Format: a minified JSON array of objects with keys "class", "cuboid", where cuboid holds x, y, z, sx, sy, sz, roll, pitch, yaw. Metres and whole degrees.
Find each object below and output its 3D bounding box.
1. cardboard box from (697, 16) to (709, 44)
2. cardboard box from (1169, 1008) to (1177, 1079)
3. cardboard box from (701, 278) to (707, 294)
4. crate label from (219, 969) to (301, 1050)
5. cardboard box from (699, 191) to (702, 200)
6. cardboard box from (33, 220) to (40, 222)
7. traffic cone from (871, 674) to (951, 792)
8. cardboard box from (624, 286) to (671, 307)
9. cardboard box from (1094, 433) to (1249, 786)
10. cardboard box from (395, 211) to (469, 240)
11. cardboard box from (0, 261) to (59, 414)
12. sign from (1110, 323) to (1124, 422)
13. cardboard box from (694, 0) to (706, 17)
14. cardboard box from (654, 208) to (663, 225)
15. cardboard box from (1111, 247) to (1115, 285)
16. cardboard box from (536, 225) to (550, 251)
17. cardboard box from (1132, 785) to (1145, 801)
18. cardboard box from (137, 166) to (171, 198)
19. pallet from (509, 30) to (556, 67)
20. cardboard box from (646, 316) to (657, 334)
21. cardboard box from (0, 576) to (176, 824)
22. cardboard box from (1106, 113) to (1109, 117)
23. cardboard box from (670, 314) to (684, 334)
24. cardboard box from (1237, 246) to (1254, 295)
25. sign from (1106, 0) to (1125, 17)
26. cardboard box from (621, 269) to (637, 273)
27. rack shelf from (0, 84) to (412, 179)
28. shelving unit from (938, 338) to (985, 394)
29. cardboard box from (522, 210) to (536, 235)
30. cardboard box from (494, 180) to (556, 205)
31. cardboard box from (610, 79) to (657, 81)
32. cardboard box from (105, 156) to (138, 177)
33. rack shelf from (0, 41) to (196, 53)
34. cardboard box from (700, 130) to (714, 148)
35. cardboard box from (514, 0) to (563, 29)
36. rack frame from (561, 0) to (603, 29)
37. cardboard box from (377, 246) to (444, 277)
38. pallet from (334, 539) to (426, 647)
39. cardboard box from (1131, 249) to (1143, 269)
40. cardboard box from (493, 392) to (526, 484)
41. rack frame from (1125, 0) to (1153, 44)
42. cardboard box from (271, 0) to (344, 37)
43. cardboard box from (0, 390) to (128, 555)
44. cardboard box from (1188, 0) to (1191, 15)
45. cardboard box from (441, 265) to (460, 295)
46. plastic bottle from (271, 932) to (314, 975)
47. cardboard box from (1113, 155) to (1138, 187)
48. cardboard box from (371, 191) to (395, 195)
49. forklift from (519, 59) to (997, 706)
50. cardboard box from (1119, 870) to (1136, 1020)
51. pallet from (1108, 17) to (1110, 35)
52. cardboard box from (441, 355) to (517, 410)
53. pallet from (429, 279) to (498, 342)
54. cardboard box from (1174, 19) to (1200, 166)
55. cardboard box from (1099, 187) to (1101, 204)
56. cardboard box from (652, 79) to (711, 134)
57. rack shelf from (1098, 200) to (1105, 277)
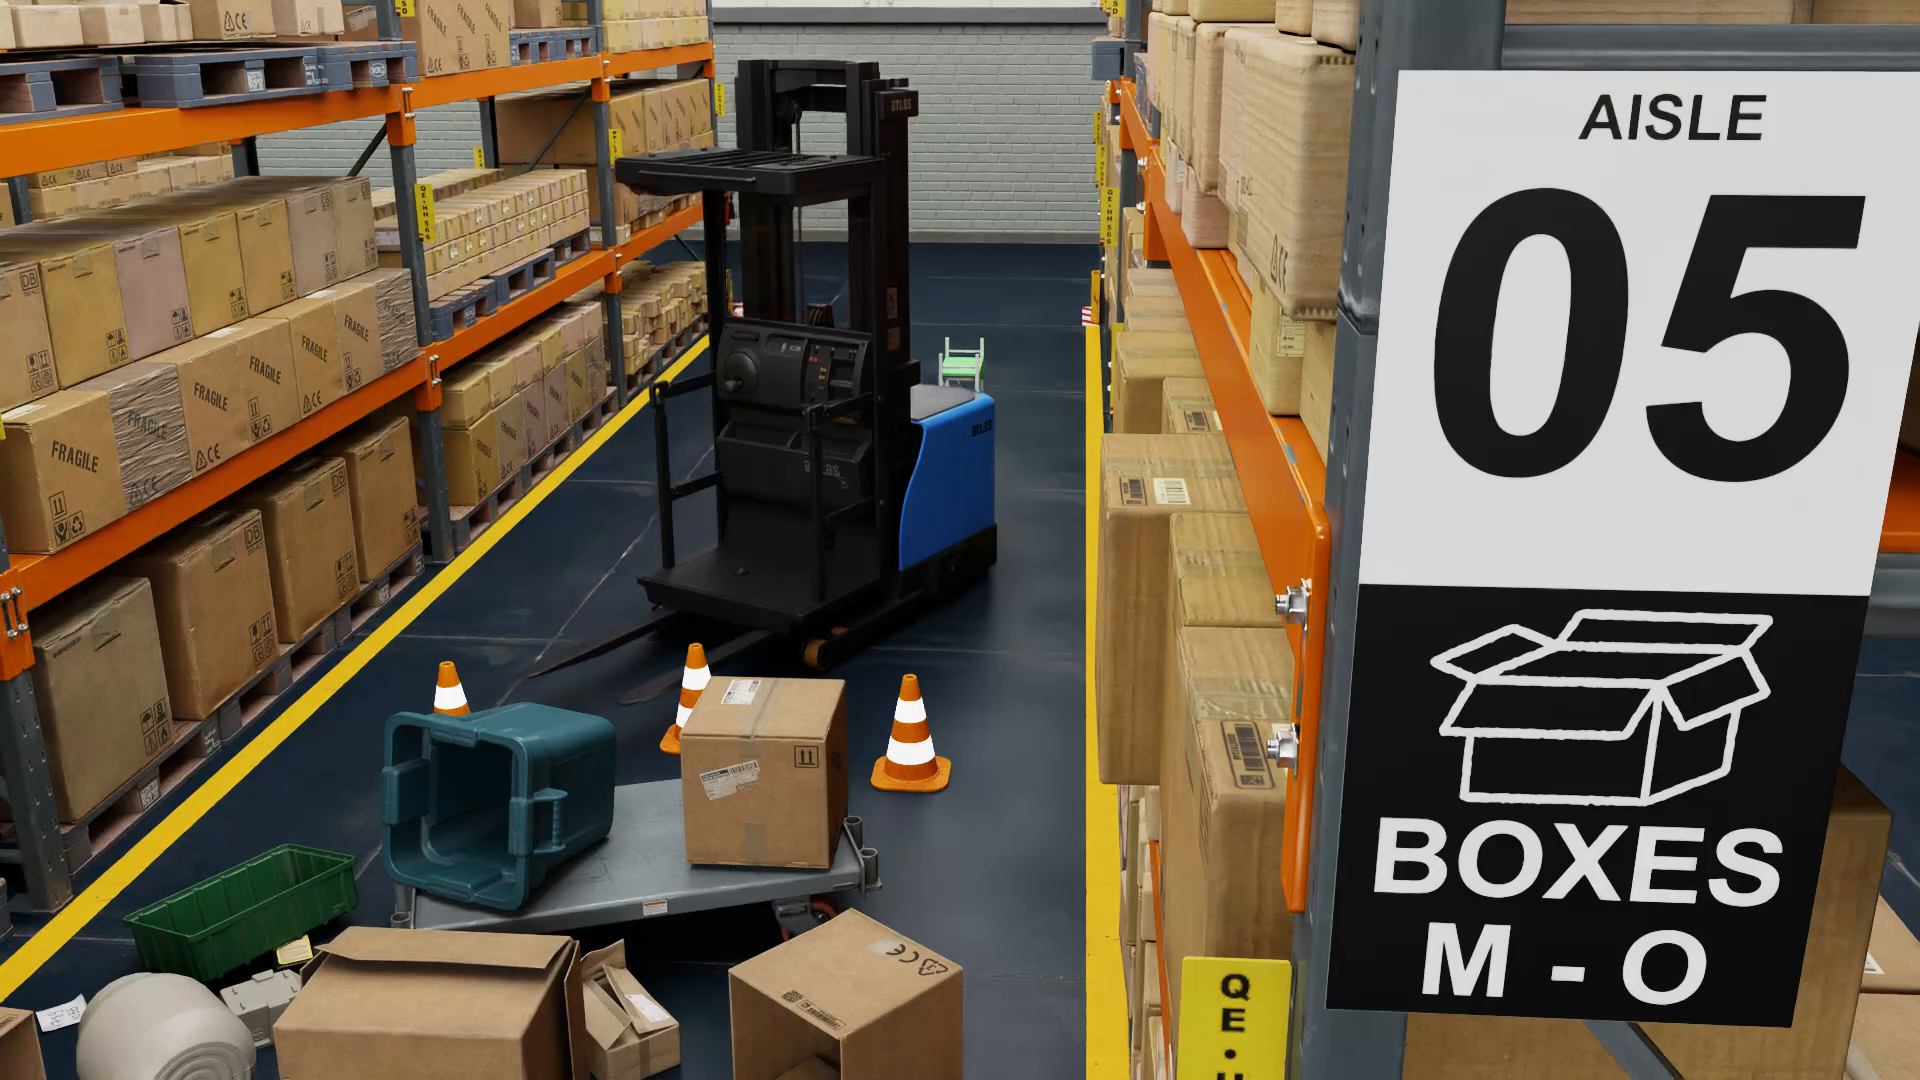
[{"class":"cardboard box","cuboid":[-2.758,-4.994,16.272,0.500,0.250,0.500,1,18,3]},{"class":"cardboard box","cuboid":[0.613,0.742,2.703,0.500,0.500,0.500,1,18,4]},{"class":"cardboard box","cuboid":[-2.743,-2.603,16.977,0.380,0.149,0.250,1,18,2]},{"class":"crate label","cuboid":[-2.300,1.543,5.493,0.298,0.136,0.250,-13,22,-34]},{"class":"cardboard box","cuboid":[-2.786,-3.484,16.642,0.380,0.149,0.250,1,18,4]},{"class":"cardboard box","cuboid":[-7.863,-2.652,14.104,0.380,0.149,0.250,1,18,4]},{"class":"traffic cone","cuboid":[-0.213,0.808,7.215,0.336,0.463,0.334,1,18,4]},{"class":"cardboard box","cuboid":[-2.907,-2.260,15.451,0.380,0.149,0.250,1,18,4]},{"class":"cardboard box","cuboid":[0.605,0.116,3.009,0.700,0.500,0.500,1,18,3]},{"class":"cardboard box","cuboid":[-3.298,-1.965,10.375,0.380,0.149,0.250,1,18,4]},{"class":"cardboard box","cuboid":[-3.820,-0.738,6.090,0.700,0.500,0.500,1,18,3]},{"class":"sign","cuboid":[0.541,-0.543,5.403,0.100,0.325,0.005,1,18,4]},{"class":"cardboard box","cuboid":[-2.769,-5.230,16.189,0.500,0.250,0.500,1,18,2]},{"class":"cardboard box","cuboid":[-2.884,-2.917,14.910,0.380,0.149,0.250,2,18,6]},{"class":"cardboard box","cuboid":[1.196,-1.705,10.249,0.500,0.250,0.500,1,18,2]},{"class":"cardboard box","cuboid":[-3.178,-2.175,11.973,0.380,0.149,0.250,1,18,2]},{"class":"cardboard box","cuboid":[0.714,0.676,5.039,0.380,0.149,0.250,2,18,5]},{"class":"cardboard box","cuboid":[-7.806,-3.366,15.641,0.500,0.250,0.500,1,18,4]},{"class":"pallet","cuboid":[-3.498,-3.370,11.374,1.213,0.211,1.003,1,18,4]},{"class":"cardboard box","cuboid":[-2.956,-1.962,15.021,0.380,0.149,0.250,2,18,6]},{"class":"cardboard box","cuboid":[-3.895,0.614,6.670,1.050,0.750,0.750,1,18,4]},{"class":"cardboard box","cuboid":[1.471,-3.299,13.907,0.500,0.500,0.500,1,18,3]},{"class":"cardboard box","cuboid":[-2.842,-2.060,15.796,0.380,0.149,0.250,2,18,5]},{"class":"cardboard box","cuboid":[0.648,-0.478,2.650,0.380,0.149,0.250,1,18,3]},{"class":"sign","cuboid":[0.828,-2.947,8.826,0.100,0.325,0.005,1,18,4]},{"class":"cardboard box","cuboid":[-3.412,-2.596,16.477,0.380,0.149,0.250,1,18,4]},{"class":"rack shelf","cuboid":[-3.706,-1.765,7.331,1.077,0.370,4.000,1,18,4]},{"class":"shelving unit","cuboid":[0.012,-0.622,10.393,0.258,1.200,0.503,1,18,4]},{"class":"cardboard box","cuboid":[-3.199,-2.229,11.660,0.380,0.149,0.250,1,18,4]},{"class":"cardboard box","cuboid":[-3.168,-2.534,12.112,0.380,0.149,0.250,1,18,4]},{"class":"cardboard box","cuboid":[-3.287,-4.318,16.540,0.500,0.500,0.500,1,18,4]},{"class":"cardboard box","cuboid":[-7.851,-3.571,15.063,0.500,0.500,0.500,1,18,2]},{"class":"rack shelf","cuboid":[-8.073,-4.392,15.347,1.077,0.370,4.000,1,18,4]},{"class":"cardboard box","cuboid":[-2.765,-3.831,16.659,0.500,0.500,0.500,2,18,5]},{"class":"cardboard box","cuboid":[-3.413,-4.102,12.473,0.700,0.500,0.500,1,18,4]},{"class":"rack frame","cuboid":[-3.276,-5.396,12.439,1.000,3.000,0.127,1,18,4]},{"class":"cardboard box","cuboid":[-3.328,-1.670,9.954,0.380,0.149,0.250,2,18,6]},{"class":"pallet","cuboid":[-3.695,0.265,9.274,1.003,0.211,1.213,1,18,4]},{"class":"cardboard box","cuboid":[1.013,-0.995,7.331,0.500,0.500,0.500,1,18,2]},{"class":"cardboard box","cuboid":[-3.225,-0.685,11.035,0.500,0.500,0.500,1,18,5]},{"class":"rack frame","cuboid":[1.381,-4.075,8.406,1.000,3.000,0.127,1,18,4]},{"class":"cardboard box","cuboid":[-3.339,-2.602,8.037,0.500,0.311,0.500,1,18,4]},{"class":"cardboard box","cuboid":[-3.544,-0.265,6.255,0.500,0.500,0.500,1,18,5]},{"class":"cardboard box","cuboid":[0.716,-1.253,3.737,0.380,0.149,0.250,1,18,2]},{"class":"cardboard box","cuboid":[-3.310,-1.601,10.220,0.380,0.149,0.250,2,18,7]},{"class":"plastic bottle","cuboid":[-2.364,1.455,5.883,0.133,0.061,0.283,-9,20,-25]},{"class":"cardboard box","cuboid":[1.186,-2.072,10.164,0.500,0.500,0.500,2,18,5]},{"class":"cardboard box","cuboid":[-3.871,-2.311,11.431,0.380,0.149,0.250,2,18,6]},{"class":"forklift","cuboid":[-0.985,-0.896,8.451,1.130,2.935,3.031,11,21,30]},{"class":"cardboard box","cuboid":[0.783,1.303,5.371,0.500,0.250,0.500,0,18,1]},{"class":"pallet","cuboid":[1.912,-4.861,15.766,1.003,0.211,1.213,1,18,4]},{"class":"cardboard box","cuboid":[-3.236,-1.037,10.907,0.500,0.250,0.500,1,18,3]},{"class":"pallet","cuboid":[-3.618,-1.435,10.294,1.213,0.211,1.003,1,18,4]},{"class":"cardboard box","cuboid":[0.679,-0.874,3.219,0.500,0.250,0.500,1,18,4]},{"class":"cardboard box","cuboid":[1.634,-3.613,16.472,0.500,0.500,0.500,1,18,3]},{"class":"cardboard box","cuboid":[-2.774,-4.304,16.496,0.500,0.500,0.500,1,18,3]},{"class":"rack shelf","cuboid":[1.812,-2.745,15.139,1.077,0.370,4.000,1,18,4]}]
